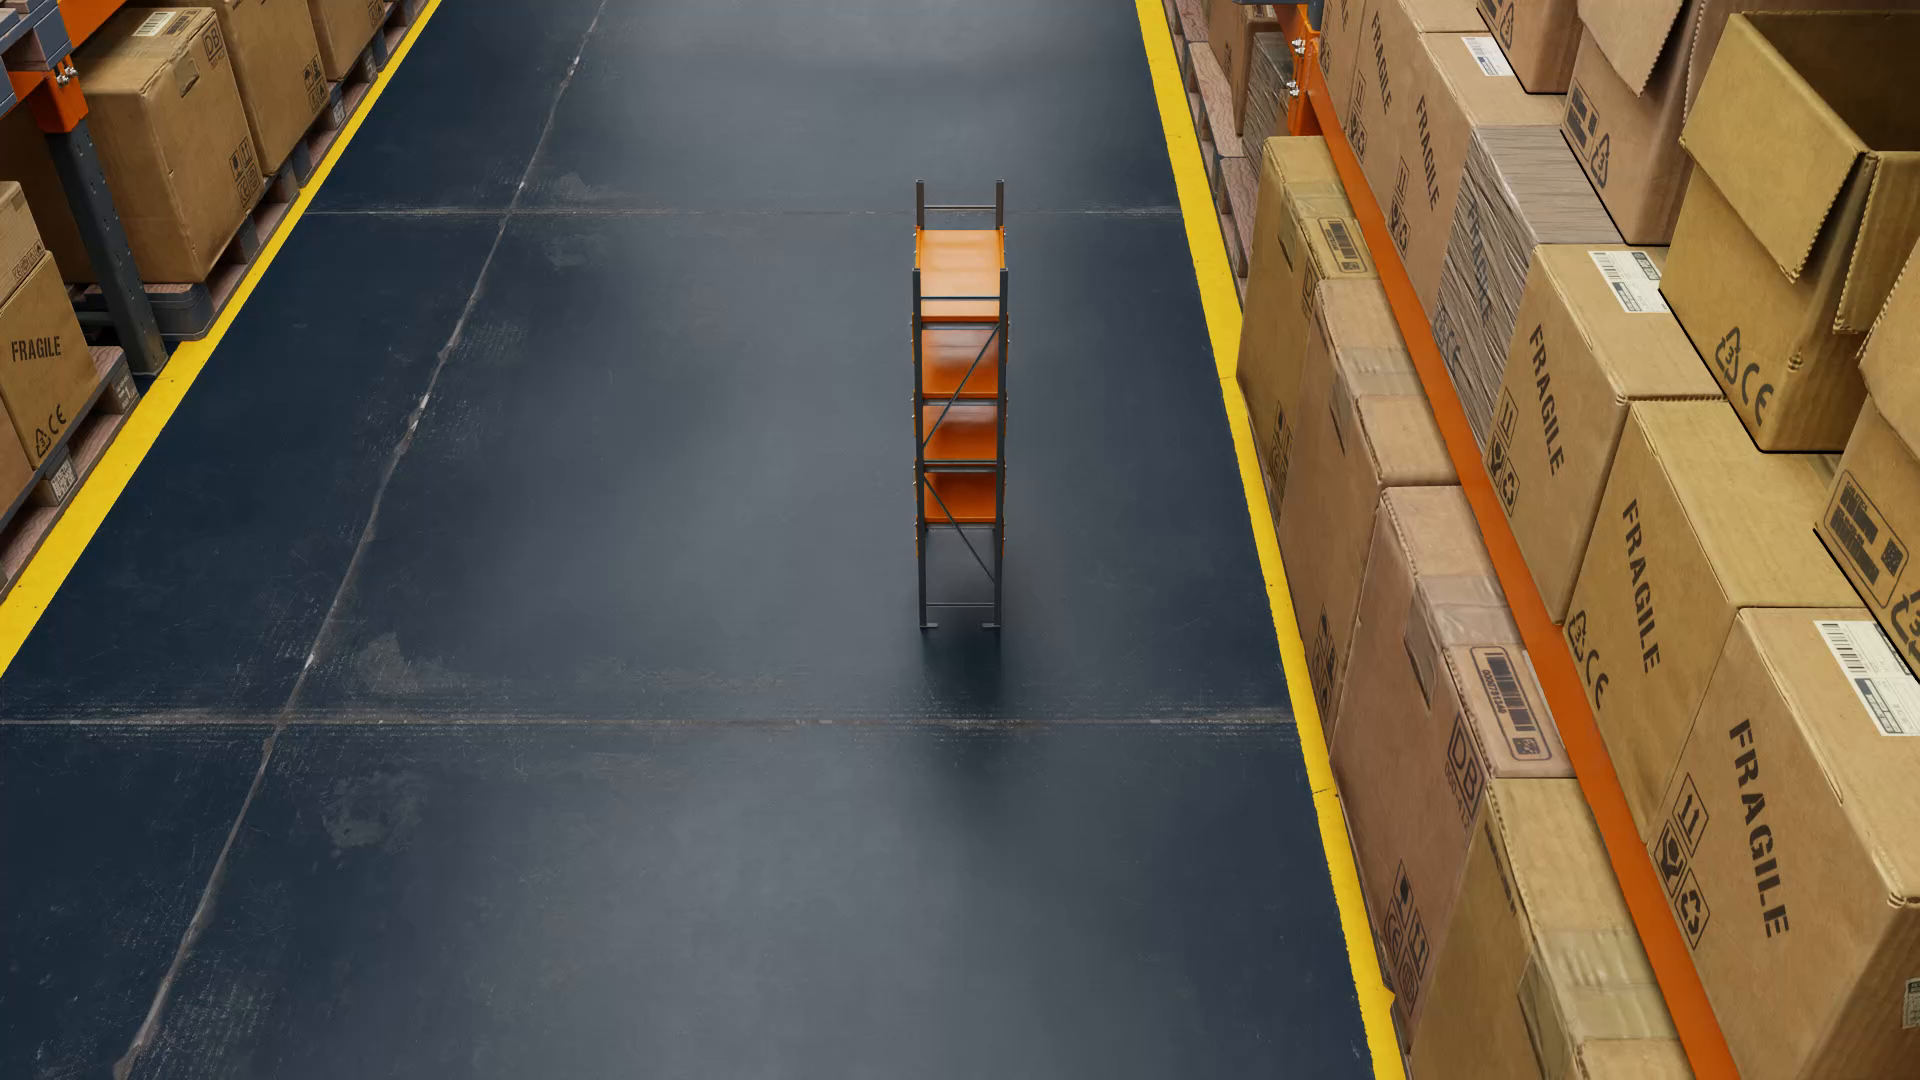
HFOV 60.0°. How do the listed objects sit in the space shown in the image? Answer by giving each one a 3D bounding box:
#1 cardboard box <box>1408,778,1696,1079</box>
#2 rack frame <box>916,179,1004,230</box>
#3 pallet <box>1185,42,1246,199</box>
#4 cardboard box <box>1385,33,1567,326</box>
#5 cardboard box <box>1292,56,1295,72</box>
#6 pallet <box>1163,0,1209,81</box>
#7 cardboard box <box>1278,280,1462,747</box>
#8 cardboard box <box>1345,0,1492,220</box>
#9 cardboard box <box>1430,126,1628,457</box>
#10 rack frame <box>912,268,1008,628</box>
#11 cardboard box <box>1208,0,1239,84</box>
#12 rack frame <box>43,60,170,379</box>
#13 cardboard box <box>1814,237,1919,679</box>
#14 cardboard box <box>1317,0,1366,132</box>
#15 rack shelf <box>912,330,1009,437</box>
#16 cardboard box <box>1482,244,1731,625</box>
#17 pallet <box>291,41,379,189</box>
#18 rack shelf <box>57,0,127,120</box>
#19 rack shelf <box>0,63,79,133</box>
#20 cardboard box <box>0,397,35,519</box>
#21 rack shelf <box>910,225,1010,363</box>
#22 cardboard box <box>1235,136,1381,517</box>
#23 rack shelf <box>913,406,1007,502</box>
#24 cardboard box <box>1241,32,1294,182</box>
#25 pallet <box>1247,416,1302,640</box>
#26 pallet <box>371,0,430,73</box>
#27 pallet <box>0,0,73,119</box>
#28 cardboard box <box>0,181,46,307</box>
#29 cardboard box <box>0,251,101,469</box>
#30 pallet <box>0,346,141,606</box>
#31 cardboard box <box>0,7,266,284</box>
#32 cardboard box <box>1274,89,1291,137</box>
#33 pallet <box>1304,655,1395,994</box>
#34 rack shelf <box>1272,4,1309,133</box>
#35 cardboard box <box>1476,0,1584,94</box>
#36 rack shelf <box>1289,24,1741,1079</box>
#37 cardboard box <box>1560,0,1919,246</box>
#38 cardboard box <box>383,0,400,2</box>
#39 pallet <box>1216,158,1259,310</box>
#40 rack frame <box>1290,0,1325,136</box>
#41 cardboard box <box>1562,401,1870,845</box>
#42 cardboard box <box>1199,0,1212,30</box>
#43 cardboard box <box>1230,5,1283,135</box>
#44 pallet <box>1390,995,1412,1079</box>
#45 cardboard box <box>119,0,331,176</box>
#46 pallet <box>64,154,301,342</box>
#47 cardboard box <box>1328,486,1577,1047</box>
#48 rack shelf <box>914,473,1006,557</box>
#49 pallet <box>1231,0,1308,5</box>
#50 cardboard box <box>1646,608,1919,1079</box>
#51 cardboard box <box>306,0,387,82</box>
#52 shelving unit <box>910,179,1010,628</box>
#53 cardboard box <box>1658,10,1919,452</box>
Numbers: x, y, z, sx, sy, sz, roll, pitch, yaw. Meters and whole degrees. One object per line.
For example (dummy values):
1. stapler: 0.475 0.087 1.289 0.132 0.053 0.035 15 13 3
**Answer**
1. cardboard box: 1.560 1.036 2.922 1.225 0.875 0.875 0 39 0
2. rack frame: 0.000 -0.517 4.936 0.240 1.200 0.015 0 39 0
3. pallet: 1.578 -1.892 7.442 1.003 0.211 1.213 0 39 0
4. cardboard box: 1.311 -0.822 3.797 0.500 0.500 0.500 -1 39 -1
5. cardboard box: 1.534 -1.970 6.357 0.500 0.250 0.500 4 39 5
6. pallet: 1.574 -2.657 8.396 1.003 0.211 1.213 0 39 0
7. cardboard box: 1.549 -0.076 4.309 1.225 0.875 0.875 0 39 0
8. cardboard box: 1.307 -1.143 4.197 0.500 0.500 0.500 -1 39 -1
9. cardboard box: 1.310 -0.510 3.407 0.500 0.500 0.500 0 39 0
10. rack frame: 0.000 -0.212 4.555 0.240 1.200 0.015 0 39 0
11. cardboard box: 1.533 -2.396 7.488 0.700 0.500 0.500 -3 39 -4
12. rack frame: -3.384 -1.790 5.085 1.000 3.000 0.127 0 39 0
13. cardboard box: 1.571 -0.059 2.042 0.797 0.503 0.637 -1 39 -1
14. cardboard box: 1.304 -1.465 4.600 0.500 0.500 0.500 1 39 1
15. rack shelf: 0.000 -0.487 4.648 0.258 0.148 0.480 0 39 0
16. cardboard box: 1.306 -0.196 3.016 0.500 0.500 0.500 0 39 -1
17. pallet: -3.308 -1.956 7.522 1.003 0.211 1.213 0 39 0
18. rack shelf: -3.387 -2.760 6.870 1.077 0.370 4.000 0 39 0
19. rack shelf: -3.382 -0.258 3.749 1.077 0.370 4.000 0 39 0
20. cardboard box: -3.125 -0.242 4.817 0.500 0.500 0.500 1 39 2
21. rack shelf: 0.000 -0.671 4.500 0.258 0.148 0.480 0 39 0
22. cardboard box: 1.556 -0.633 5.005 1.225 0.875 0.875 -2 39 -2
23. rack shelf: 0.000 -0.312 4.788 0.258 0.148 0.480 0 39 0
24. cardboard box: 1.542 -1.692 6.610 0.700 0.500 0.500 -3 39 -4
25. pallet: 1.501 -0.149 5.267 1.003 0.211 1.213 0 39 0
26. pallet: -3.313 -2.721 8.476 1.003 0.211 1.213 0 39 0
27. pallet: -3.277 -1.269 4.589 1.213 0.211 1.003 0 39 0
28. cardboard box: -3.121 -0.843 4.967 0.500 0.250 0.500 -1 39 -1
29. cardboard box: -3.122 -0.567 5.222 0.500 0.500 0.500 0 39 0
30. pallet: -3.385 -0.213 5.347 1.003 0.211 1.213 0 39 0
31. cardboard box: -3.295 -1.457 6.132 1.050 0.750 0.750 -1 39 -1
32. cardboard box: 1.555 -1.345 6.177 0.700 0.500 0.500 -2 39 -2
33. pallet: 1.500 0.612 4.317 1.003 0.211 1.213 0 39 0
34. rack shelf: 1.573 -2.700 6.796 1.077 0.370 4.000 0 39 0
35. cardboard box: 1.558 -1.296 3.586 0.797 0.503 0.637 1 39 1
36. rack shelf: 1.578 -0.199 3.675 1.077 0.370 4.000 0 39 0
37. cardboard box: 1.566 -0.877 3.063 0.797 0.503 0.637 1 39 1
38. cardboard box: -3.298 -3.189 8.294 1.050 0.750 0.750 0 39 0
39. pallet: 1.576 -1.131 6.492 1.003 0.211 1.213 0 39 0
40. rack frame: 1.576 -1.730 5.010 1.000 3.000 0.127 0 39 0
41. cardboard box: 1.313 0.130 2.609 0.500 0.500 0.500 1 39 1
42. cardboard box: 1.532 -2.746 7.924 0.700 0.500 0.500 0 39 0
43. cardboard box: 1.534 -2.047 7.053 0.700 0.500 0.500 3 39 4
44. pallet: 1.504 1.377 3.363 1.003 0.211 1.213 0 39 0
45. cardboard box: -3.299 -2.003 6.814 1.050 0.750 0.750 1 39 1
46. pallet: -3.310 -1.195 6.572 1.003 0.211 1.213 0 39 0
47. cardboard box: 1.558 0.477 3.619 1.225 0.875 0.875 -1 39 -2
48. rack shelf: 0.000 -0.157 4.912 0.258 0.148 0.480 0 39 0
49. pallet: 1.468 -2.101 5.626 1.213 0.211 1.003 0 39 0
50. cardboard box: 1.307 0.440 2.222 0.500 0.500 0.500 0 39 0
51. cardboard box: -3.301 -2.586 7.541 1.050 0.750 0.750 0 39 0
52. shelving unit: 0.000 -0.365 4.746 0.258 1.200 0.503 0 39 0
53. cardboard box: 1.582 -0.488 2.578 0.797 0.503 0.637 0 39 0
